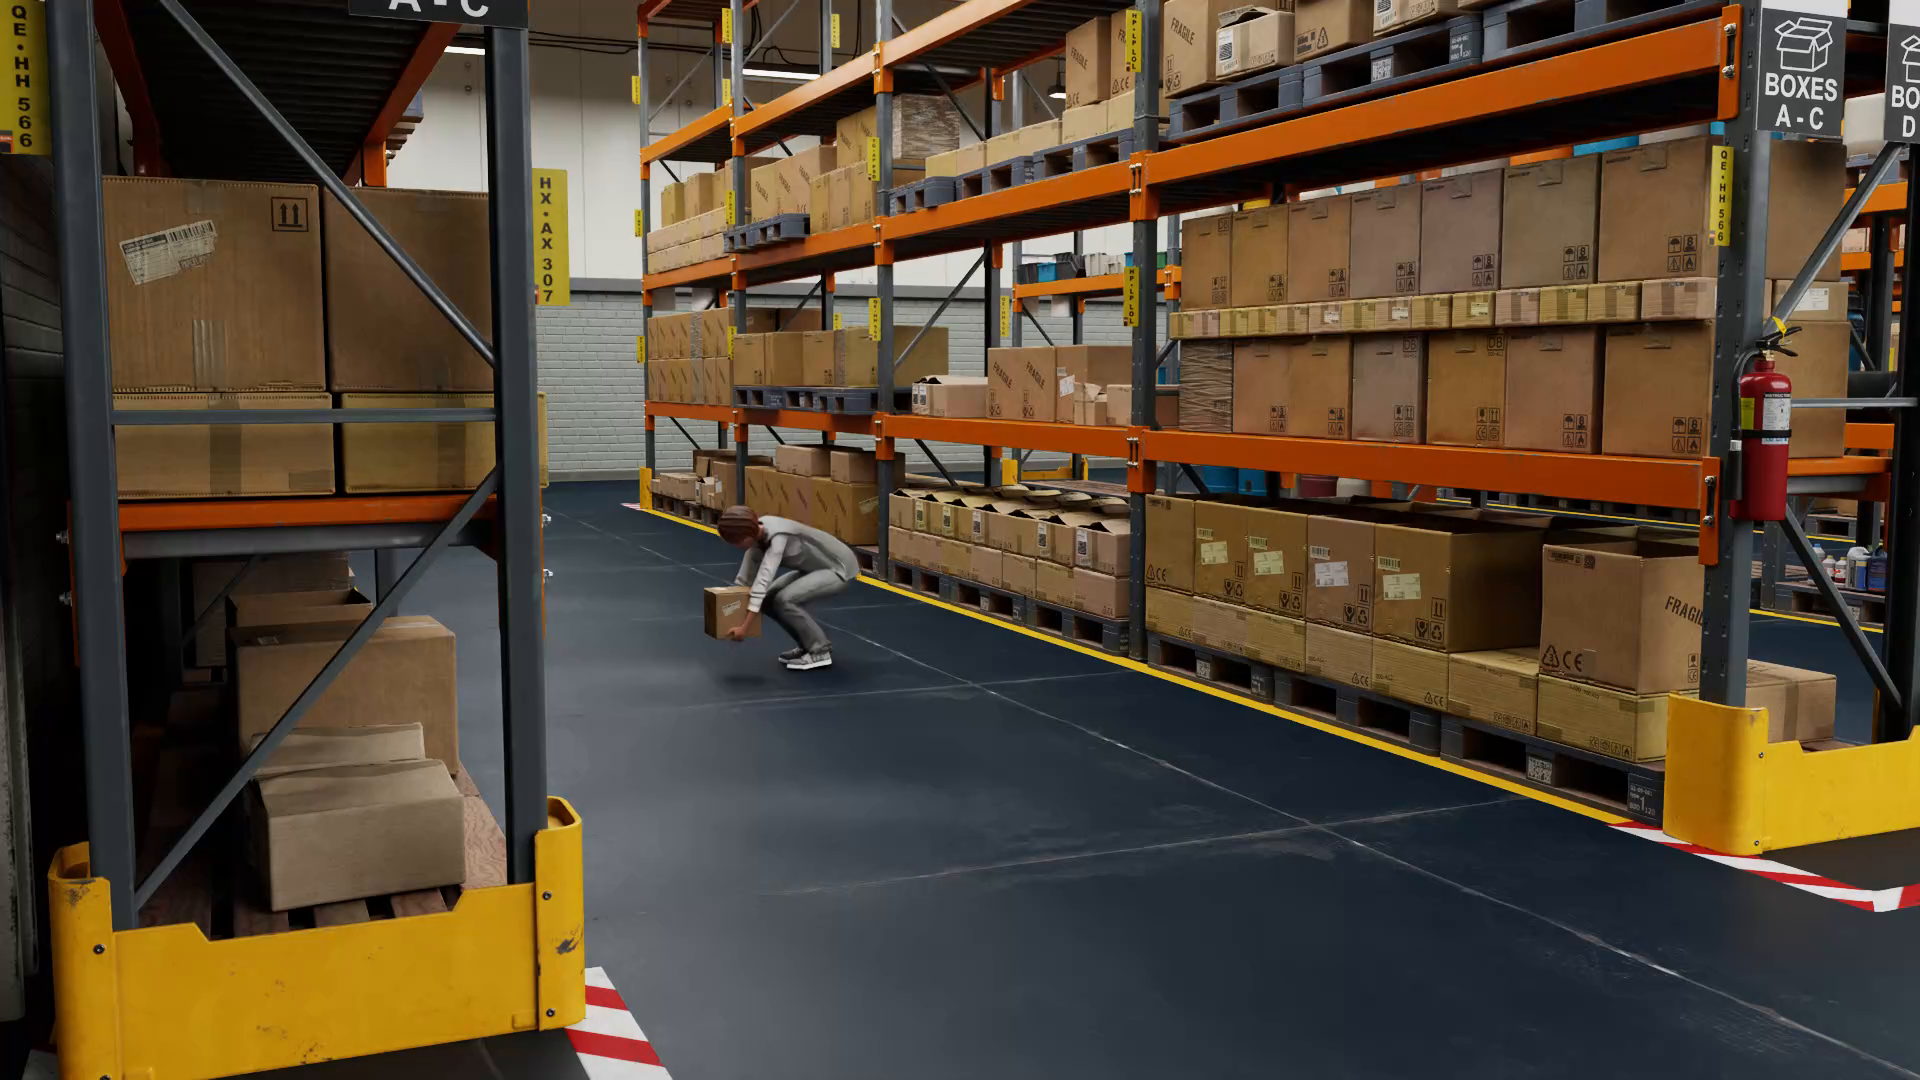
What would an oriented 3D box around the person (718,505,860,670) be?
[{"bbox_3d":[-0.945,0.258,9.163,0.814,0.904,0.420,-3,6,-25],"label":"person"}]
